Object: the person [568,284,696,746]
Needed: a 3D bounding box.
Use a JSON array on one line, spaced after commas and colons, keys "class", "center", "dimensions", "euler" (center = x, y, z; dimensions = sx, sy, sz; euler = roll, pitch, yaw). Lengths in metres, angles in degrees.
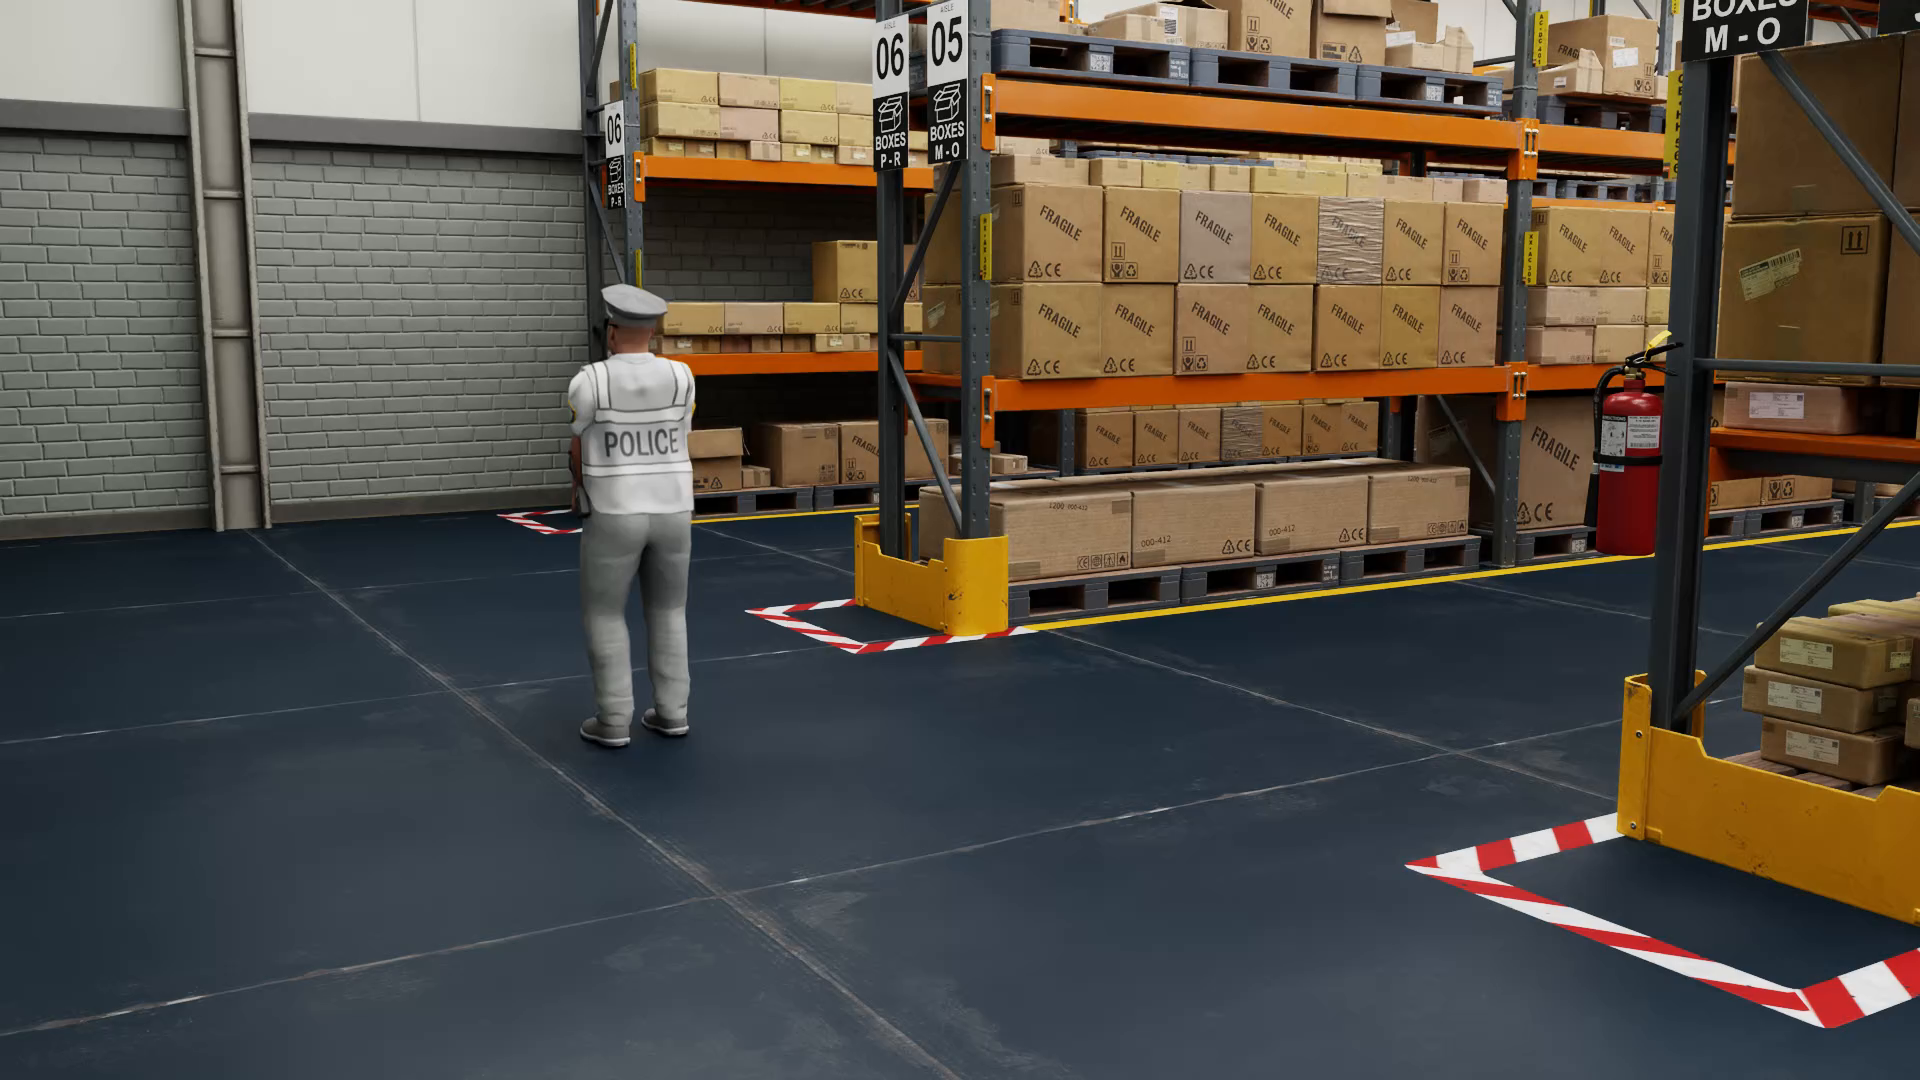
[{"class": "person", "center": [-1.298, -0.104, 6.478], "dimensions": [0.494, 1.768, 0.556], "euler": [-5, 9, -30]}]
